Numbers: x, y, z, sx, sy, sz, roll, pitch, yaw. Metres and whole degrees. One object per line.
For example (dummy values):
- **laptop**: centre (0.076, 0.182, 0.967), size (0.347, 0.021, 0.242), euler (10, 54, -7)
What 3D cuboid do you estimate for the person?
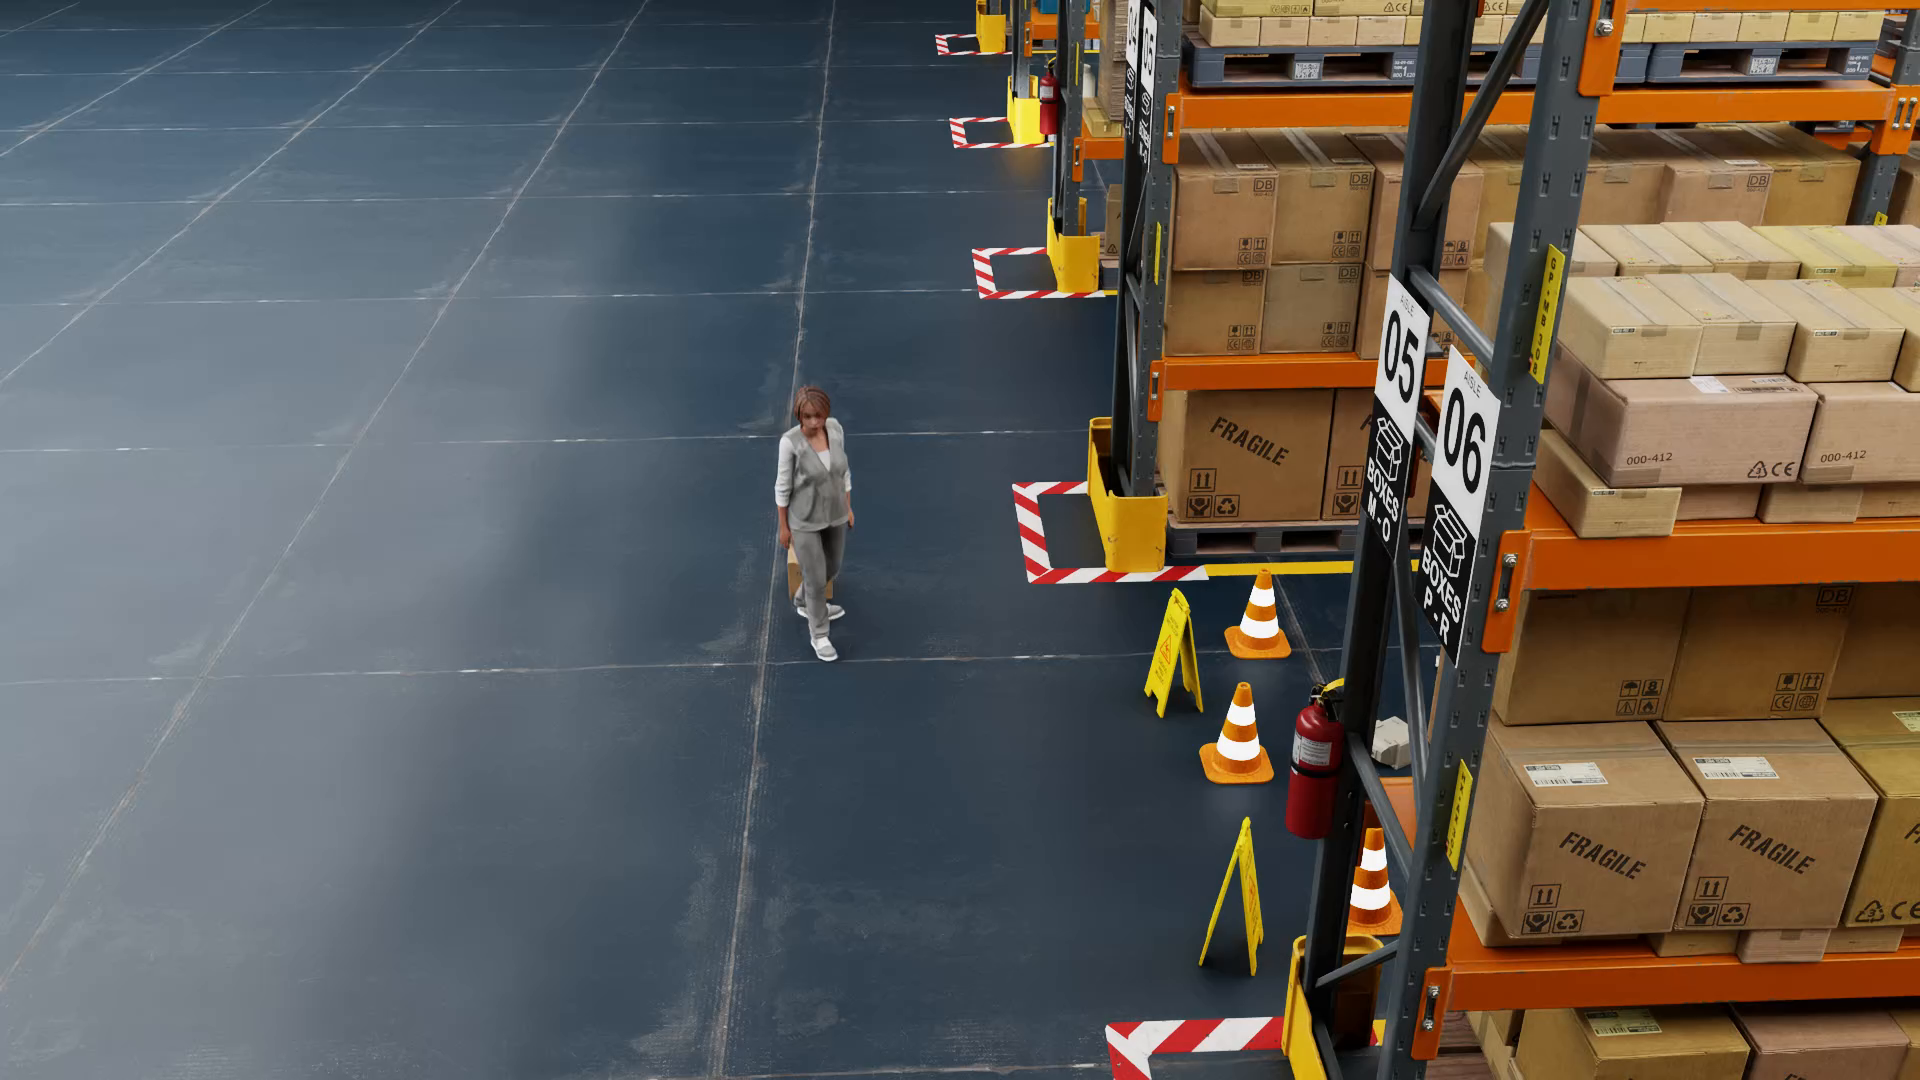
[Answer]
- **person**: centre (-0.793, -0.120, 8.904), size (0.470, 1.544, 0.513), euler (-19, 34, -32)
